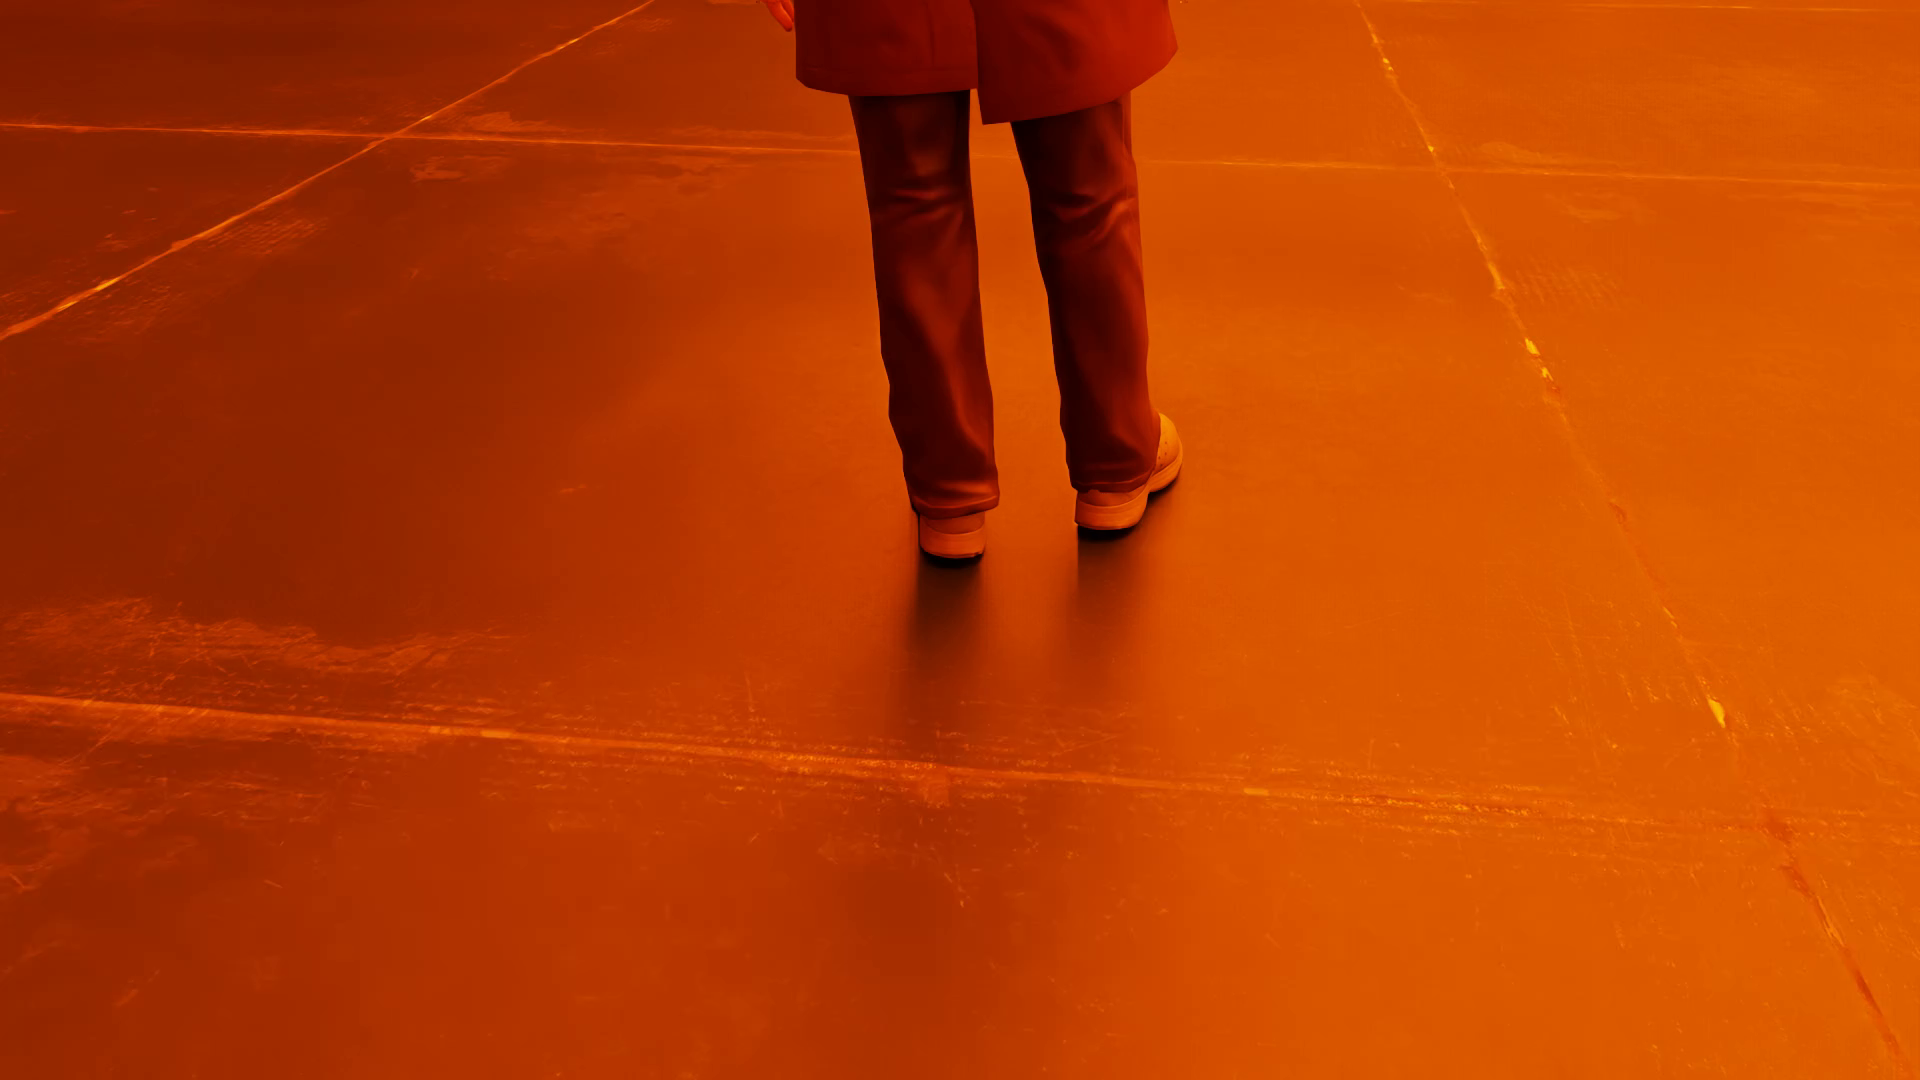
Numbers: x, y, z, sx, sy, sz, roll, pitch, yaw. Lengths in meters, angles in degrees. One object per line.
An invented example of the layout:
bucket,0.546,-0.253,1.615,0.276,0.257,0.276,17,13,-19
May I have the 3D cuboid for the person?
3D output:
person,0.017,-0.836,2.183,0.696,1.762,0.582,3,27,7
